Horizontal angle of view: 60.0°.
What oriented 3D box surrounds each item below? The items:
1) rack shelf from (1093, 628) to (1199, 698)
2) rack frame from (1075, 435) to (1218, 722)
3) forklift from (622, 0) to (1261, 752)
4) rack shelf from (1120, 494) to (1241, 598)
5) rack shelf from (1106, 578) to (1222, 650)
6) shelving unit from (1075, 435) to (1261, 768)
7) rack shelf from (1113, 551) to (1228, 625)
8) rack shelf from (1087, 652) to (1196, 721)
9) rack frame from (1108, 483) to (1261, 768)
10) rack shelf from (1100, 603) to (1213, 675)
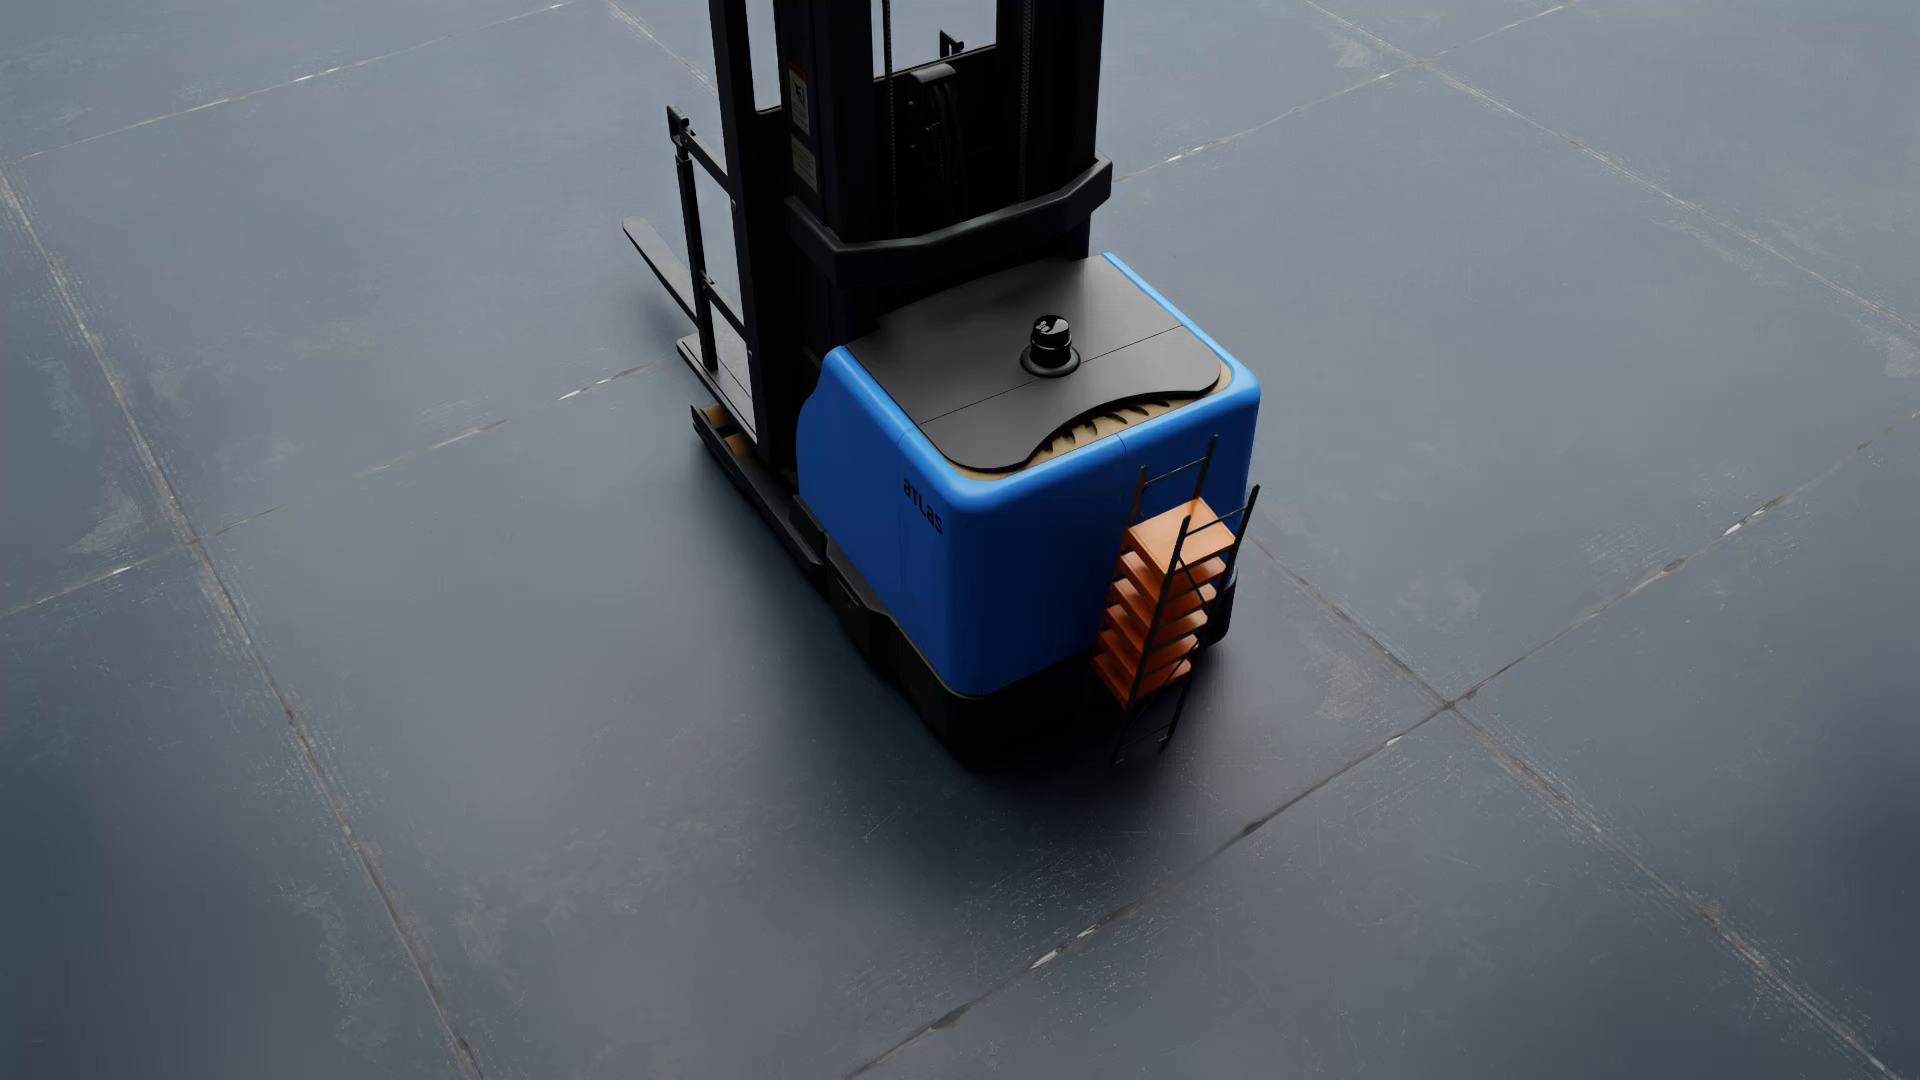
[{"bbox_3d":[0.541,0.311,4.779,0.258,0.103,0.180,-23,58,-22],"label":"rack shelf"},{"bbox_3d":[0.508,0.146,4.696,0.240,1.200,0.006,-23,58,-22],"label":"rack frame"},{"bbox_3d":[-0.319,-1.429,5.125,1.130,2.935,3.031,-22,48,-22],"label":"forklift"},{"bbox_3d":[0.582,0.014,4.404,0.258,0.103,0.180,-23,58,-22],"label":"rack shelf"},{"bbox_3d":[0.562,0.163,4.592,0.258,0.103,0.180,-23,58,-22],"label":"rack shelf"},{"bbox_3d":[0.555,0.209,4.651,0.258,1.200,0.189,-23,58,-22],"label":"shelving unit"},{"bbox_3d":[0.572,0.088,4.498,0.258,0.103,0.180,-23,58,-22],"label":"rack shelf"},{"bbox_3d":[0.531,0.385,4.873,0.258,0.103,0.180,-23,58,-22],"label":"rack shelf"},{"bbox_3d":[0.603,0.273,4.605,0.240,1.200,0.006,-23,58,-22],"label":"rack frame"},{"bbox_3d":[0.552,0.237,4.685,0.258,0.103,0.180,-23,58,-22],"label":"rack shelf"}]
